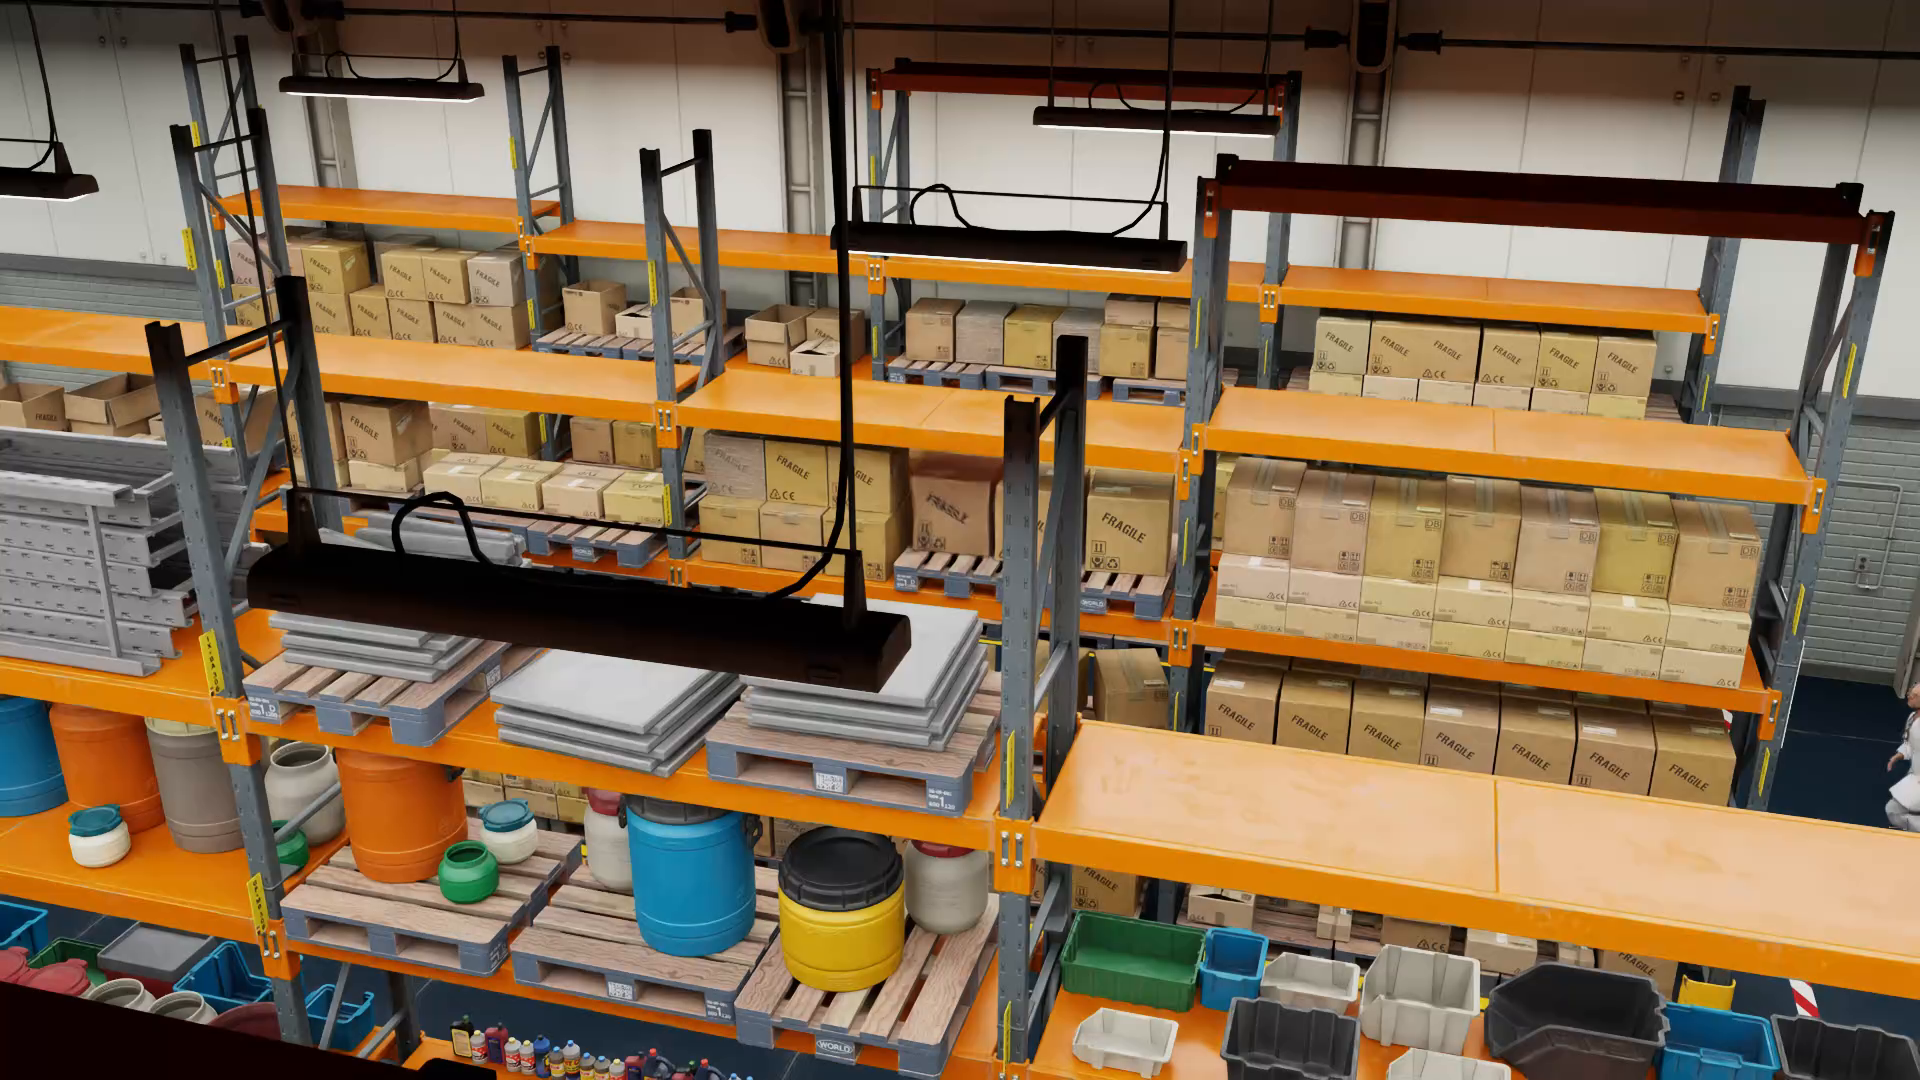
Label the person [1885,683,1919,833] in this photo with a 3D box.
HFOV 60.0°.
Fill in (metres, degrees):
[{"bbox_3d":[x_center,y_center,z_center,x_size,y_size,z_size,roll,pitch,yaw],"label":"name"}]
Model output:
[{"bbox_3d":[8.098,1.977,13.849,0.657,1.685,0.726,10,25,24],"label":"person"}]
